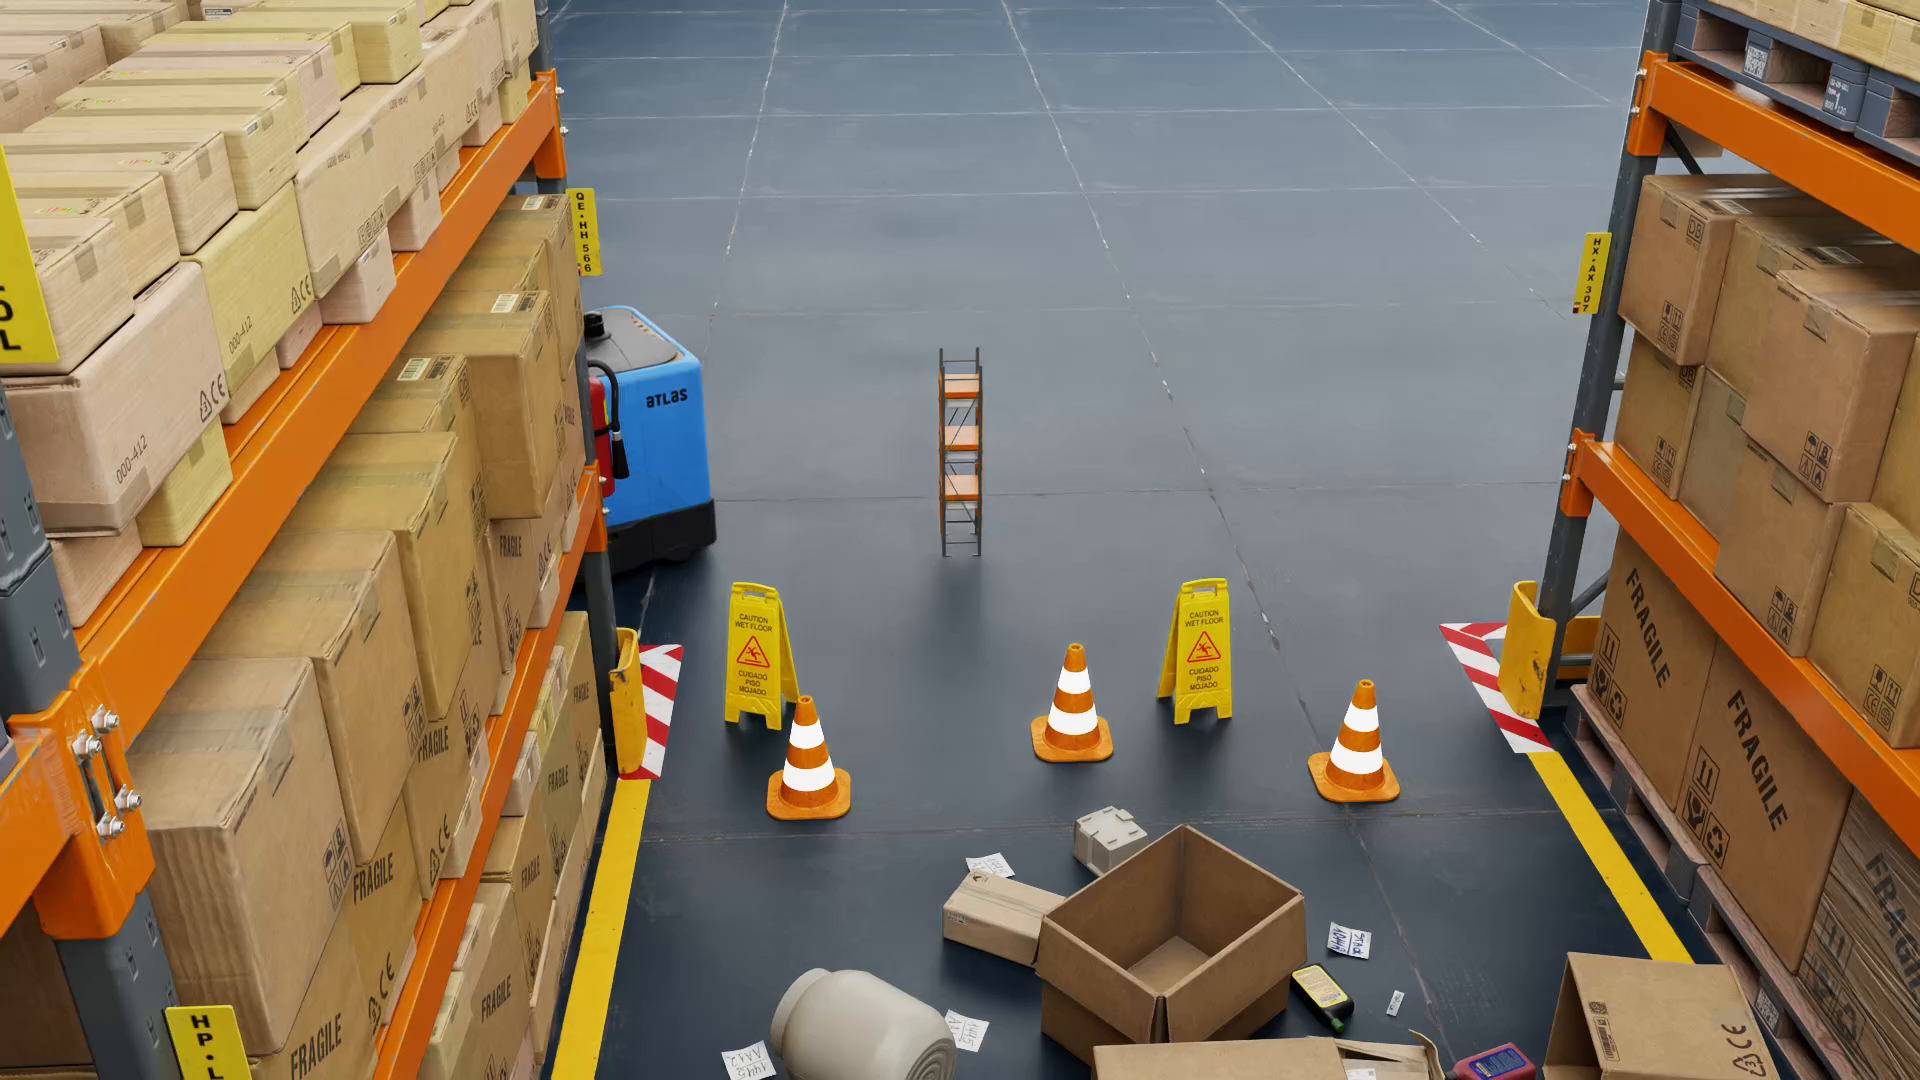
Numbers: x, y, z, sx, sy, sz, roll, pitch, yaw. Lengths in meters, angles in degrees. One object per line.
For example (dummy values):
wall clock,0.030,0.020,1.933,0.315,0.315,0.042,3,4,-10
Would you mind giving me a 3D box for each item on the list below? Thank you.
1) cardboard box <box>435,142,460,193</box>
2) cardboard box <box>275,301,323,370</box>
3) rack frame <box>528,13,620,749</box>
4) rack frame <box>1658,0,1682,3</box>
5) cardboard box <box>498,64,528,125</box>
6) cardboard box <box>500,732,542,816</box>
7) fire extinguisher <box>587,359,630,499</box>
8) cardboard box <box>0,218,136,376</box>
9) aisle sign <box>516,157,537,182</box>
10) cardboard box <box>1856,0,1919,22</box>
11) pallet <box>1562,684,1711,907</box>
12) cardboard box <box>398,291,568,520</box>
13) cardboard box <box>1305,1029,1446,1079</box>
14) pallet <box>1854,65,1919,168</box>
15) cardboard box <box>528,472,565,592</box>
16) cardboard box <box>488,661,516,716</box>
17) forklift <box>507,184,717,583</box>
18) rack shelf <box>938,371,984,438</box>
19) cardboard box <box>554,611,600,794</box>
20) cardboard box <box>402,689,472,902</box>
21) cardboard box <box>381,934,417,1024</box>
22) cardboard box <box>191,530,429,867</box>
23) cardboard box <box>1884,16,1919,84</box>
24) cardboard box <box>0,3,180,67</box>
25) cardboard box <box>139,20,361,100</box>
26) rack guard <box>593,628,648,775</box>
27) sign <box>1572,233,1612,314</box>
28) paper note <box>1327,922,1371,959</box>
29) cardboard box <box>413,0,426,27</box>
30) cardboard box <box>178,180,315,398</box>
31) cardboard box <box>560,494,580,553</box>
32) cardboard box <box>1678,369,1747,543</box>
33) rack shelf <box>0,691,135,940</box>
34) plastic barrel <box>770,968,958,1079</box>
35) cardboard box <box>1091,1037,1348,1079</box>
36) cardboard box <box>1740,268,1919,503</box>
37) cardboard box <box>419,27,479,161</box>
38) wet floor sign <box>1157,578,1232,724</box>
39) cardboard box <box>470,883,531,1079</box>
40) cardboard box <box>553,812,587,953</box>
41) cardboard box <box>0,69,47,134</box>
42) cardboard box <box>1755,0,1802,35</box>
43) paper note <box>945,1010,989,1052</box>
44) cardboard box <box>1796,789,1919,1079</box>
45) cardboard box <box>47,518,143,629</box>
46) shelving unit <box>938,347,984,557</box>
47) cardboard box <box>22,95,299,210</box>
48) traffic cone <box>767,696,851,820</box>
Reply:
cardboard box,-1.594,-1.052,4.552,0.380,0.149,0.250,-2,28,-3
cardboard box,-1.544,-0.457,3.411,0.380,0.149,0.250,-2,28,-4
rack frame,-1.924,-0.462,6.392,1.000,3.000,0.127,-1,28,-3
rack frame,3.014,-3.288,5.323,1.000,3.000,0.127,-1,28,-3
cardboard box,-1.581,-1.408,5.234,0.380,0.149,0.250,-1,28,-2
cardboard box,-1.514,0.721,5.132,0.380,0.149,0.250,0,28,0
fire extinguisher,-1.470,-0.492,6.532,0.296,0.674,0.183,-1,28,-3
cardboard box,-1.406,-0.340,2.324,0.380,0.149,0.250,-2,28,-4
aisle sign,-1.638,-1.650,5.859,0.394,0.787,0.004,-1,28,-3
cardboard box,2.837,-1.557,4.527,0.500,0.250,0.500,-2,28,-3
pallet,3.133,0.976,6.651,1.003,0.211,1.213,-1,28,-3
cardboard box,-1.531,-0.384,4.731,0.700,0.500,0.500,-2,28,-3
cardboard box,1.293,1.682,5.238,0.396,0.266,0.258,3,28,6
pallet,3.129,-1.012,4.298,1.003,0.211,1.213,-1,28,-3
cardboard box,-1.599,-0.163,5.388,0.500,0.500,0.500,-1,28,-3
cardboard box,-1.555,0.406,4.999,0.380,0.149,0.250,-2,28,-3
forklift,-2.788,-1.071,7.634,3.031,2.935,1.130,-16,31,-27
rack shelf,0.003,-0.683,8.334,0.215,0.259,0.240,-1,28,-3
cardboard box,-1.622,0.602,6.060,0.500,0.500,0.500,-1,28,-2
cardboard box,-1.523,0.536,4.049,0.500,0.500,0.500,-2,28,-3
cardboard box,-1.499,0.991,3.878,0.380,0.149,0.250,-1,28,-1
cardboard box,-1.527,0.321,3.380,0.700,0.500,0.500,-1,28,-2
cardboard box,2.777,-1.328,4.519,0.380,0.149,0.250,-2,28,-3
cardboard box,-2.061,-1.161,3.899,0.380,0.149,0.250,-1,28,-2
cardboard box,-1.570,-1.056,3.697,0.380,0.149,0.250,-1,28,-2
rack guard,-1.920,0.682,6.903,1.175,0.500,0.348,-1,28,-3
sign,2.459,-1.036,6.472,0.100,0.325,0.005,-1,28,-3
paper note,1.398,1.435,5.967,0.144,0.017,0.142,8,29,15
cardboard box,-1.638,-1.416,4.387,0.380,0.149,0.250,-1,28,-3
cardboard box,-1.501,-0.458,2.981,0.500,0.250,0.500,-2,28,-3
cardboard box,-1.567,-0.069,5.909,0.380,0.149,0.250,-2,28,-3
cardboard box,3.129,-0.271,5.863,0.875,0.550,0.550,-1,28,-3
rack shelf,-1.611,1.298,0.552,1.077,0.370,4.000,-1,28,-3
plastic barrel,-0.305,1.598,5.229,0.512,0.421,0.421,19,33,32
cardboard box,0.753,1.767,4.672,0.797,0.637,0.503,-1,28,-3
cardboard box,3.009,-0.487,5.111,0.875,0.550,0.550,-1,28,-3
cardboard box,-1.572,-1.156,4.319,0.500,0.250,0.500,-1,28,-1
wet floor sign,1.035,0.450,7.189,0.267,0.644,0.232,-6,28,-11
cardboard box,-1.542,1.320,4.683,0.500,0.500,0.500,0,28,0
cardboard box,-1.594,1.177,5.768,0.500,0.250,0.500,-1,28,-2
cardboard box,-2.020,-0.809,3.222,0.380,0.149,0.250,-2,28,-4
cardboard box,2.738,-1.678,5.189,0.380,0.149,0.250,-1,28,-2
paper note,0.007,1.644,5.577,0.148,0.019,0.142,8,29,15
cardboard box,3.209,1.267,4.921,0.875,0.875,0.875,-1,28,-2
cardboard box,-1.485,0.015,2.505,0.380,0.149,0.250,-2,28,-3
shelving unit,0.003,-0.441,8.460,0.215,1.050,0.252,-1,28,-3
cardboard box,-1.441,-0.704,3.021,0.380,0.149,0.250,-2,28,-3
traffic cone,-0.614,0.830,6.657,0.336,0.463,0.334,-1,28,-3
